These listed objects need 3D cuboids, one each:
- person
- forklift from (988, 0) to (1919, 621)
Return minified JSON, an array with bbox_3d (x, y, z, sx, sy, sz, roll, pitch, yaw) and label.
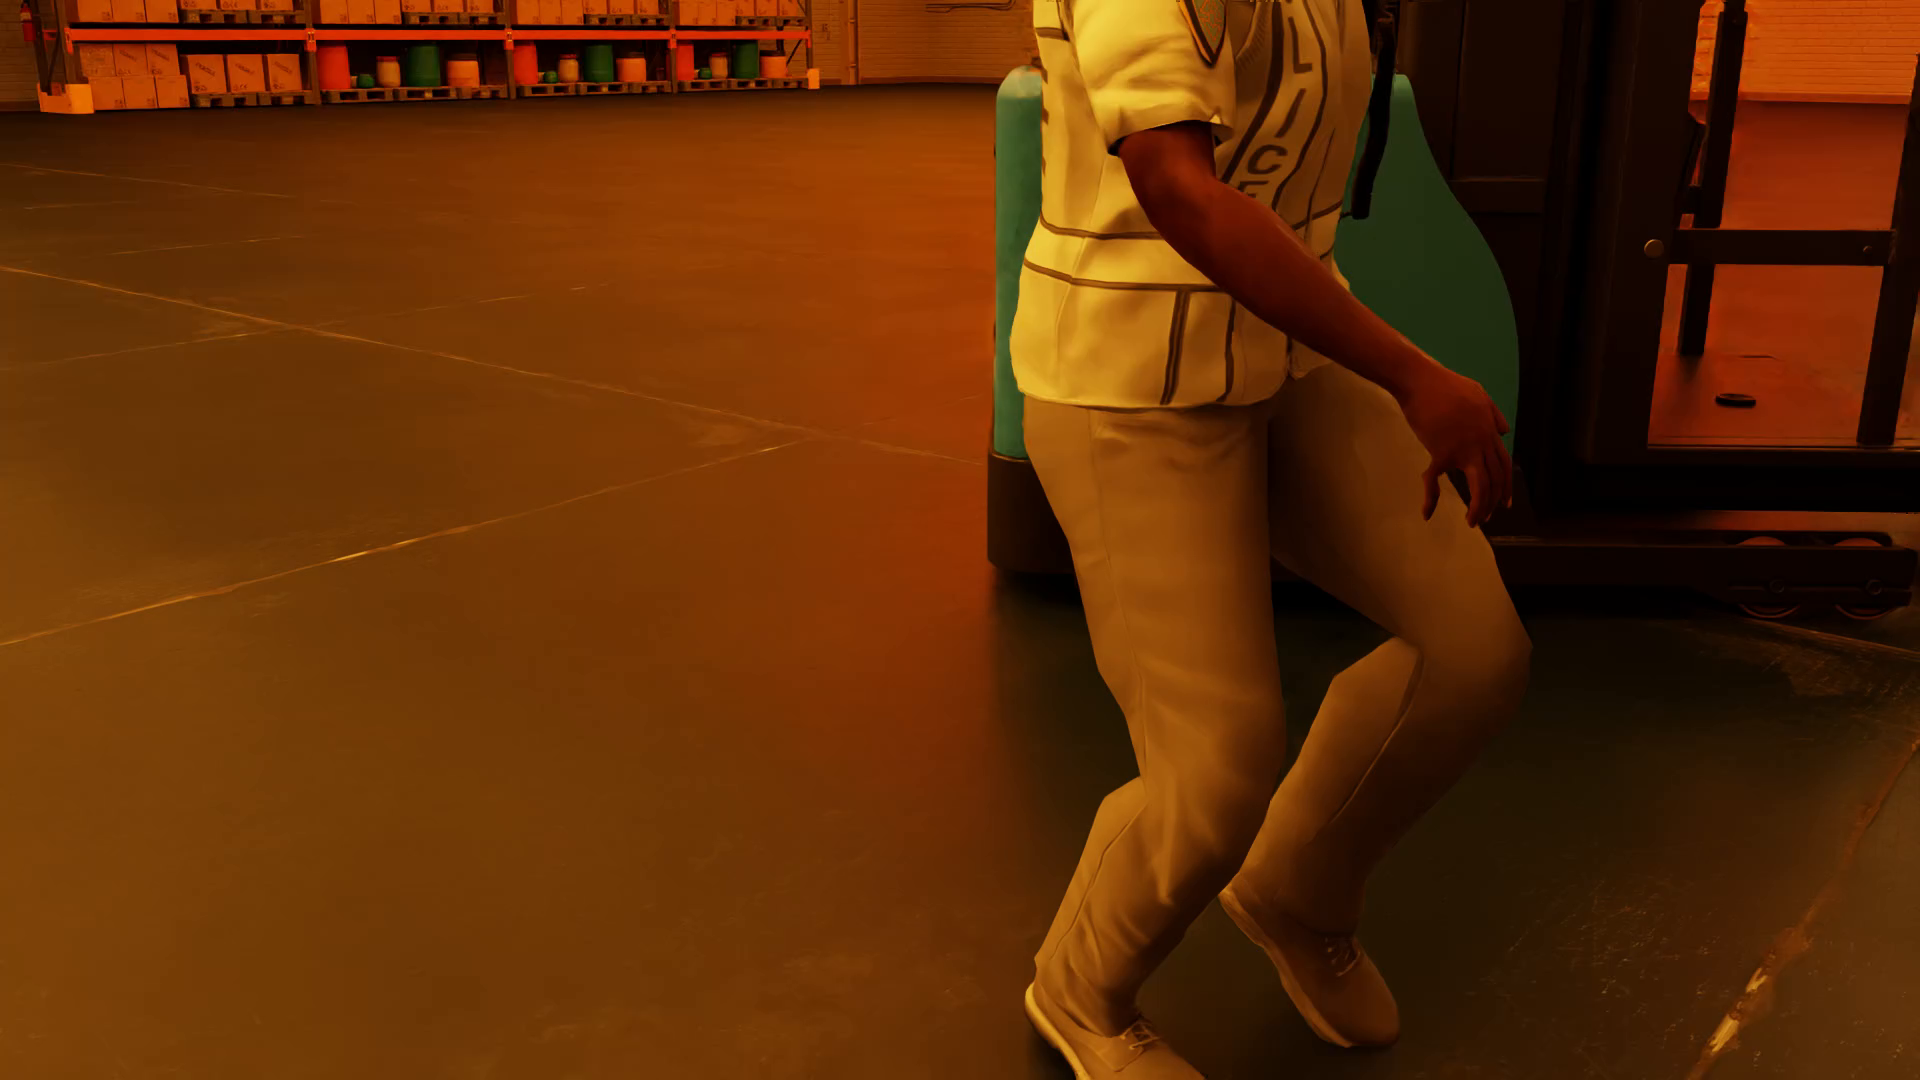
[{"bbox_3d":[0.287,-0.142,1.732,0.681,1.613,0.633,14,22,39],"label":"person"},{"bbox_3d":[1.592,-1.397,3.497,3.031,2.935,1.130,1,17,2],"label":"forklift"}]
